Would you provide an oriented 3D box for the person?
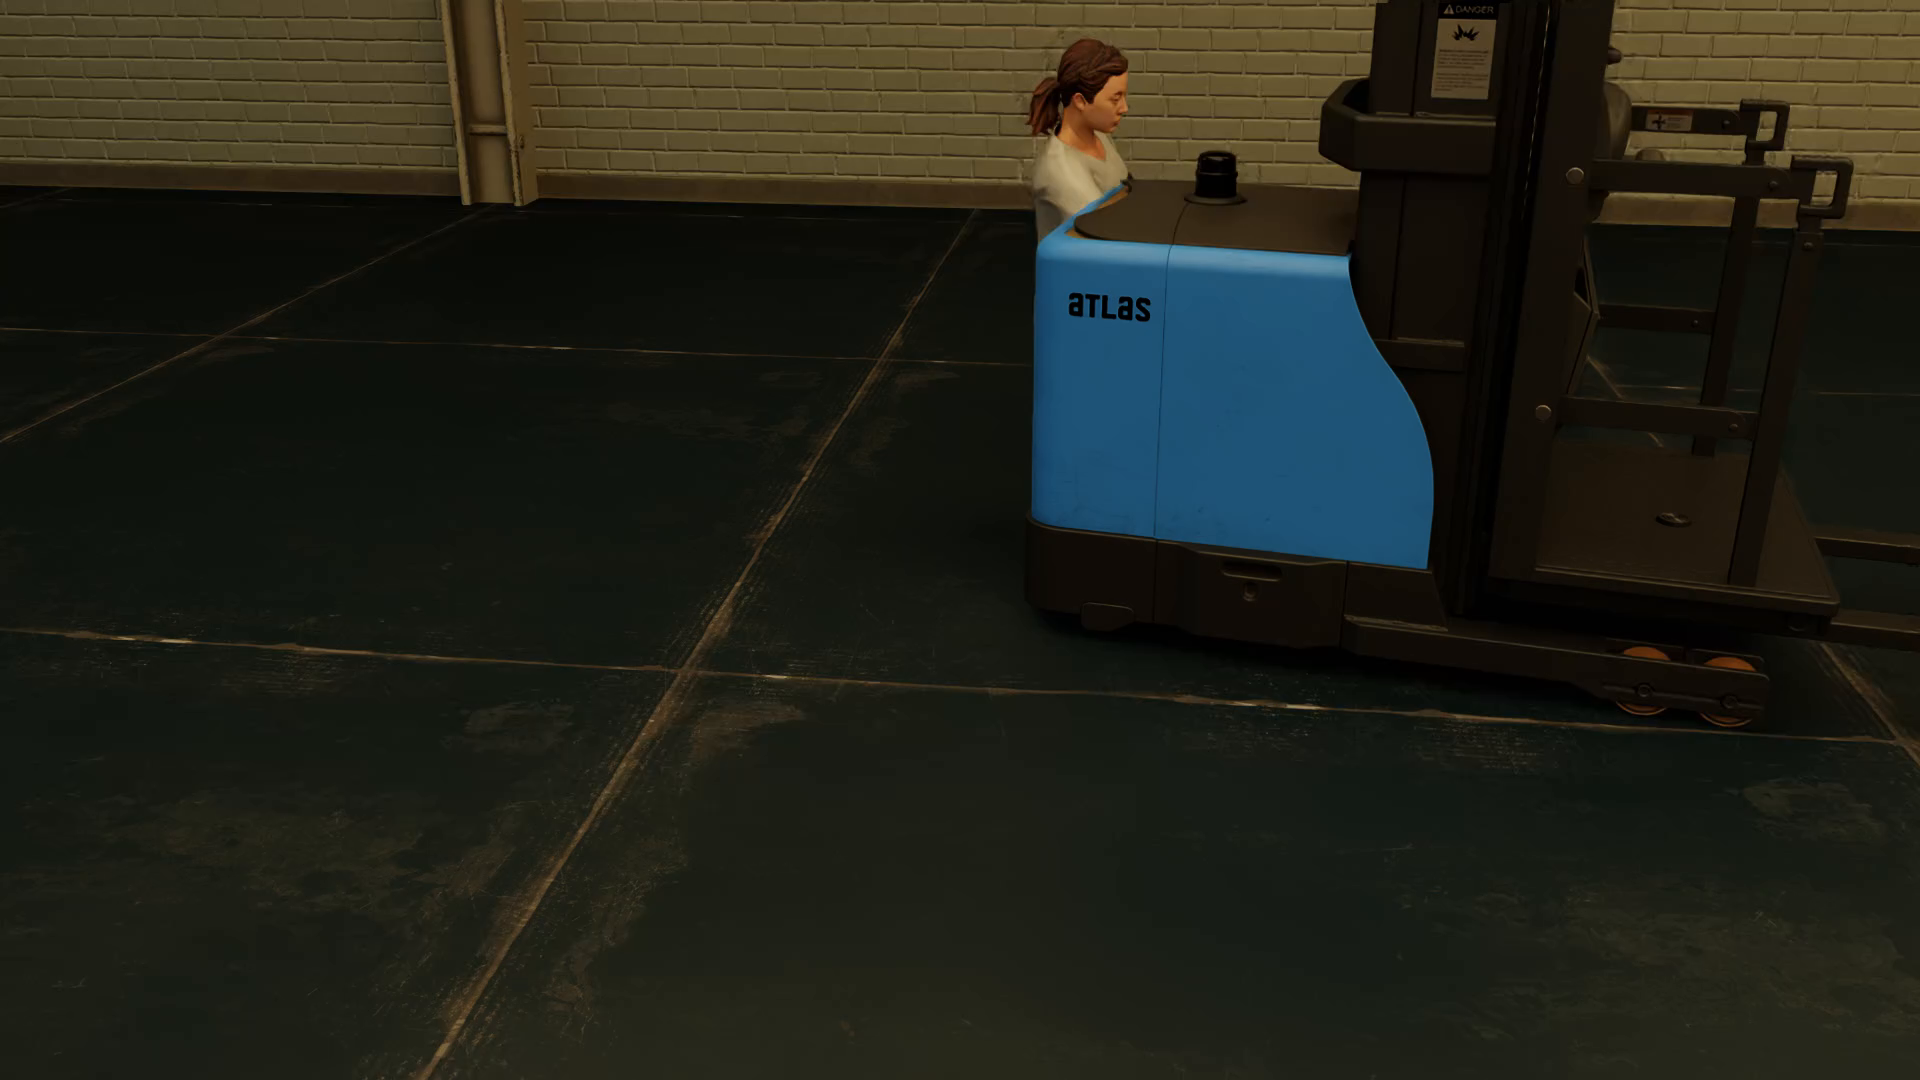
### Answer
[{"bbox_3d":[0.534,-0.715,4.953,0.727,1.496,0.772,8,23,18],"label":"person"}]

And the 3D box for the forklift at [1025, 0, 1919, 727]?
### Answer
[{"bbox_3d":[1.754,-1.127,4.051,3.031,2.935,1.130,7,23,16],"label":"forklift"}]
